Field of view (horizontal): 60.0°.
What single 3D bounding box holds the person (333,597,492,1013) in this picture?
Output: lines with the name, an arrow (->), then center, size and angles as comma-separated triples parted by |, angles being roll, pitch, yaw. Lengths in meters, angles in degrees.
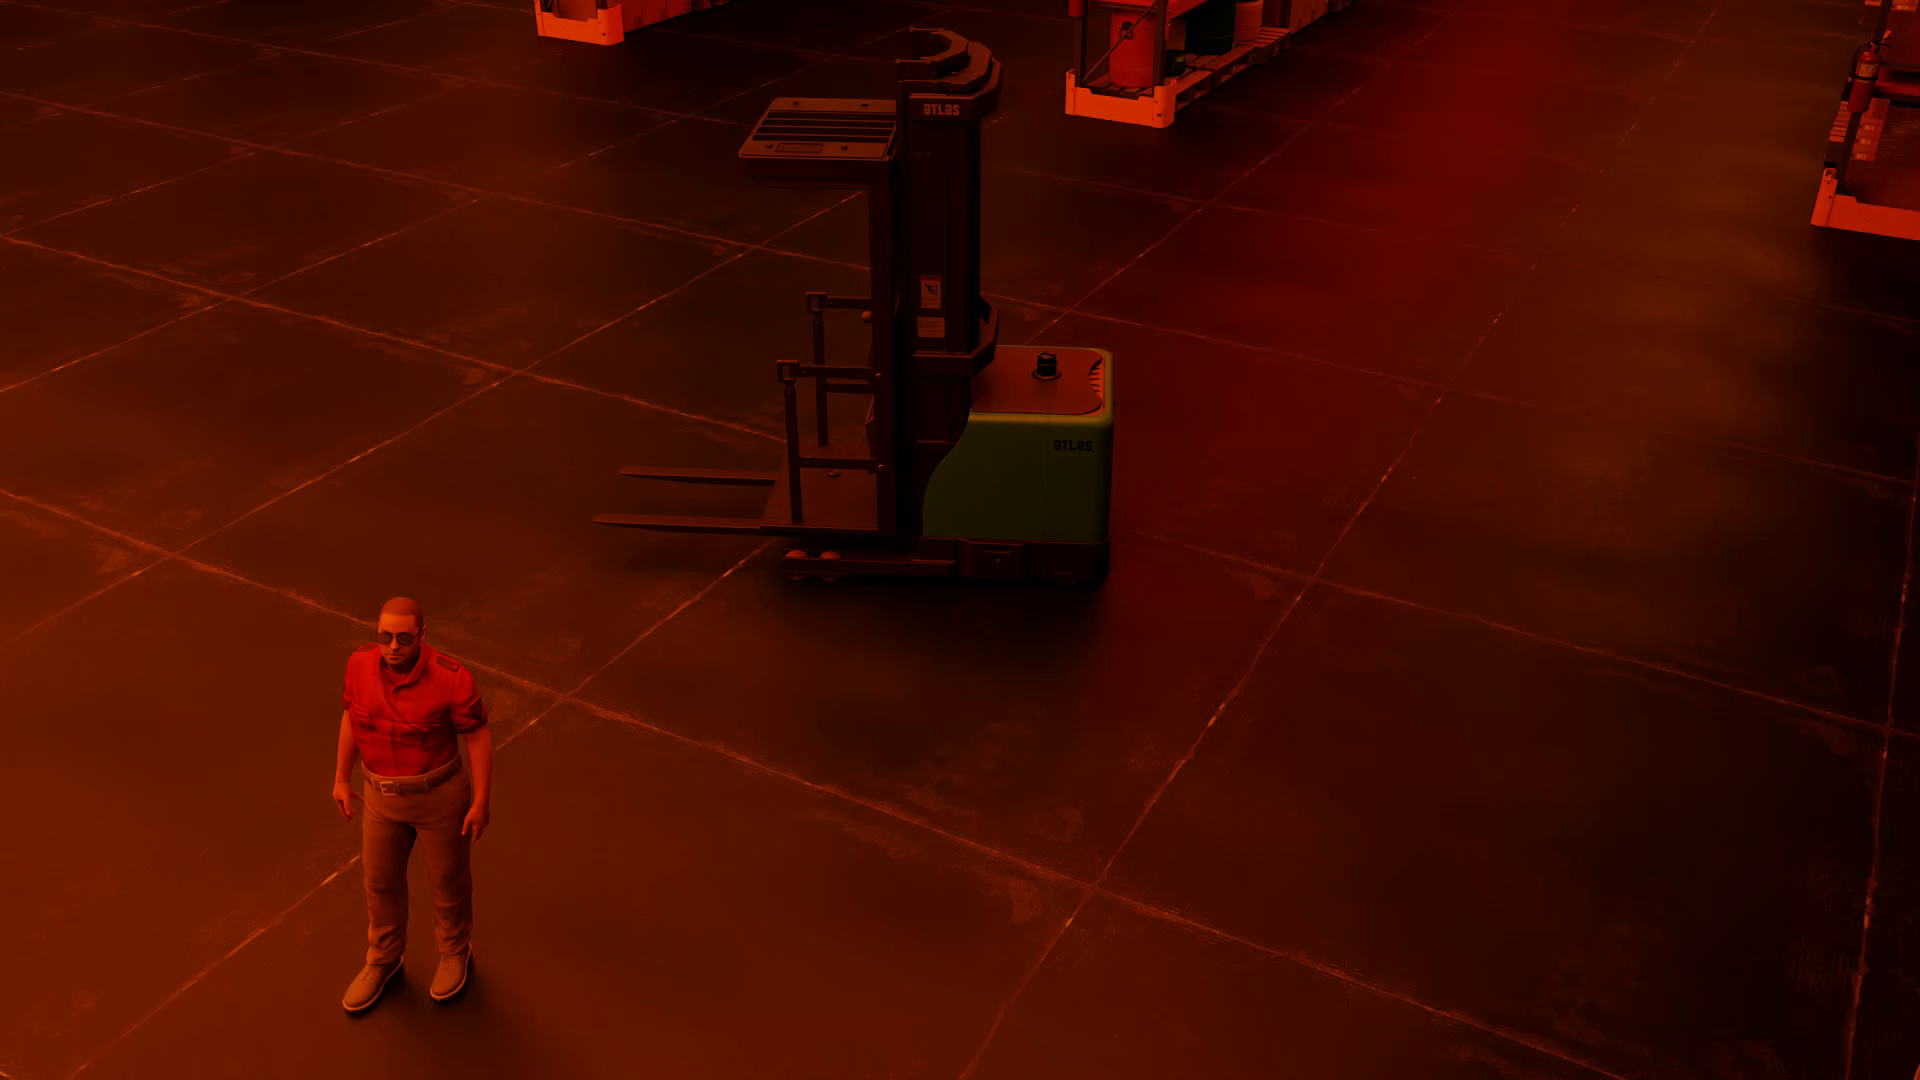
person -> -2.150, 1.043, 6.452 | 0.640, 1.727, 0.551 | 4, 30, 7

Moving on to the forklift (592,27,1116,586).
forklift -> -0.622, -1.294, 9.313 | 3.031, 2.935, 1.130 | 2, 30, 4
